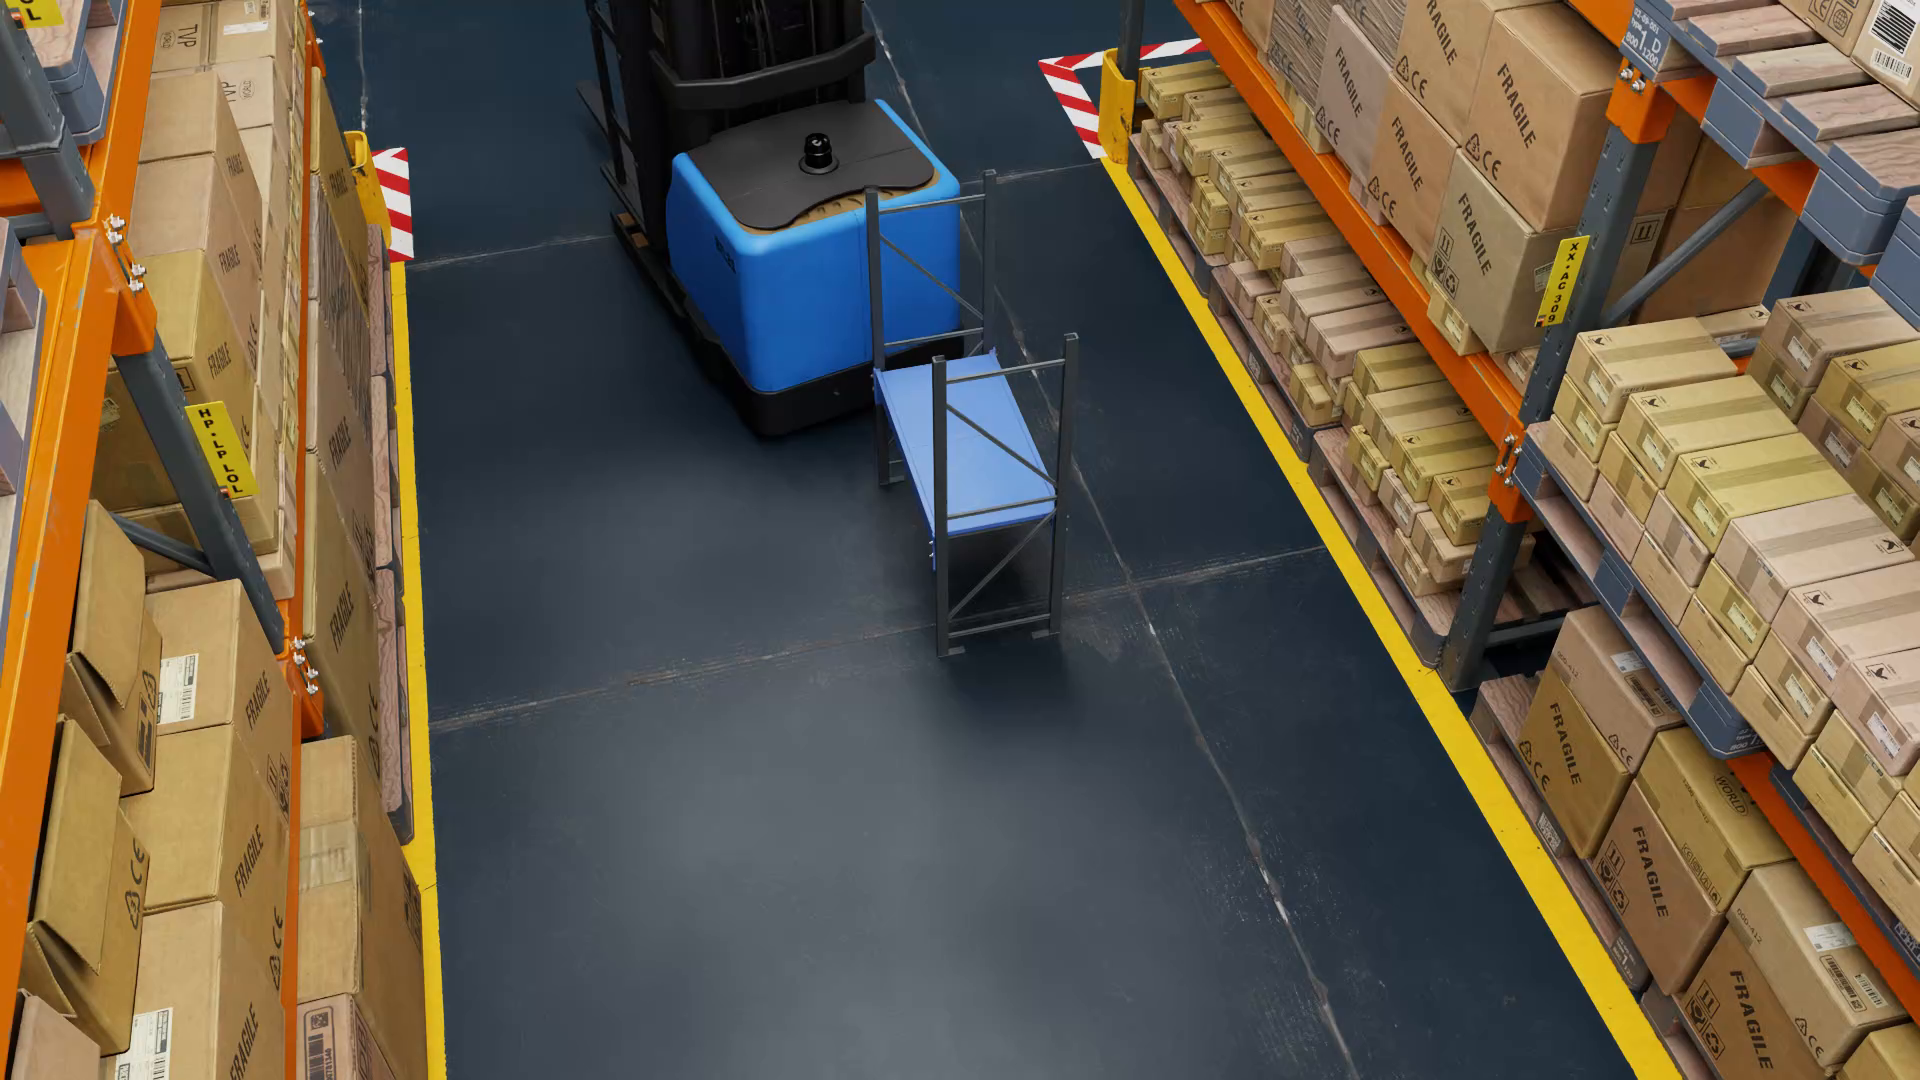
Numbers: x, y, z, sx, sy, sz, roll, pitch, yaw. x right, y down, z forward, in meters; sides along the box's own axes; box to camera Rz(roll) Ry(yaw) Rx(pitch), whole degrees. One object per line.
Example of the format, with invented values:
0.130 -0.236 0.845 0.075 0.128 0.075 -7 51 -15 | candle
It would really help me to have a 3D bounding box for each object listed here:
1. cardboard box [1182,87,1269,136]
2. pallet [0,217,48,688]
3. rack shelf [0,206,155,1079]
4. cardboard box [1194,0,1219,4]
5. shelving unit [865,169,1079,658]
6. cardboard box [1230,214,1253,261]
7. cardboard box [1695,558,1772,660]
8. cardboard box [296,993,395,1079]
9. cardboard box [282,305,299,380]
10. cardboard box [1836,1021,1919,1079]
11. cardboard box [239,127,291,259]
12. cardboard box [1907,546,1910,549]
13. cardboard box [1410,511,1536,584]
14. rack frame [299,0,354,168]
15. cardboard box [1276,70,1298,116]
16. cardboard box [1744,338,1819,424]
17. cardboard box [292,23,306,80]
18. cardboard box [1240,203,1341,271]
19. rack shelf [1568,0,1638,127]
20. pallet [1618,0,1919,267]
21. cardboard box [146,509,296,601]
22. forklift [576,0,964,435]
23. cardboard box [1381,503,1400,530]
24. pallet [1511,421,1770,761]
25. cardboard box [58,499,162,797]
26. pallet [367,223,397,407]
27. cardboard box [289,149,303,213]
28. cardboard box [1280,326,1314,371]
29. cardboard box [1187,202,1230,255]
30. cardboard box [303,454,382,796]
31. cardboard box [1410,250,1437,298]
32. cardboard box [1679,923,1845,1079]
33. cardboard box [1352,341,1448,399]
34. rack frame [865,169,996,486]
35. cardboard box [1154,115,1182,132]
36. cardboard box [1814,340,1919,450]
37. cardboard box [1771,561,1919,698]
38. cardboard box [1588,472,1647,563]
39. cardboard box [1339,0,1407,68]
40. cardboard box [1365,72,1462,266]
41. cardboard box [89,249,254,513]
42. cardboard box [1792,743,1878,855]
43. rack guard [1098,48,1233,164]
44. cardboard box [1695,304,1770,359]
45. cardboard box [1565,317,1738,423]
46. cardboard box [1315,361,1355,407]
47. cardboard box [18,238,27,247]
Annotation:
1.327 -2.113 8.257 0.380 0.149 0.250 -10 46 -10 | cardboard box
-2.180 -0.108 3.040 0.805 0.209 1.217 -12 47 -12 | pallet
-1.951 0.833 2.487 1.077 0.370 4.000 -11 47 -10 | rack shelf
1.222 -2.613 7.637 0.380 0.149 0.250 -12 47 -11 | cardboard box
0.022 -0.466 6.407 0.538 1.500 1.048 -11 47 -10 | shelving unit
1.504 -1.478 7.842 0.380 0.149 0.250 -13 47 -12 | cardboard box
2.216 0.143 4.434 0.380 0.149 0.250 -13 47 -12 | cardboard box
-2.050 1.902 4.230 1.225 0.875 0.875 -12 47 -12 | cardboard box
-2.487 -0.647 5.711 0.380 0.149 0.250 -11 47 -11 | cardboard box
2.699 1.516 4.346 0.500 0.250 0.500 -10 46 -9 | cardboard box
-2.709 -1.216 5.989 0.500 0.250 0.500 -11 47 -10 | cardboard box
2.844 0.117 4.667 0.380 0.149 0.250 -13 47 -12 | cardboard box
1.970 0.001 6.393 0.380 0.149 0.250 -10 46 -10 | cardboard box
-3.487 -2.511 7.361 1.000 3.000 0.127 -11 47 -10 | rack frame
1.549 -1.909 6.947 0.380 0.149 0.250 -9 46 -9 | cardboard box
2.651 -0.511 5.075 0.380 0.149 0.250 -9 46 -9 | cardboard box
-3.009 -2.058 7.093 0.380 0.149 0.250 -10 46 -10 | cardboard box
1.496 -1.377 7.535 0.380 0.149 0.250 -10 46 -10 | cardboard box
1.846 -2.765 6.014 1.077 0.370 4.000 -11 47 -10 | rack shelf
2.413 -1.125 4.034 1.213 0.211 1.003 -11 47 -10 | pallet
-2.217 0.074 5.004 0.380 0.149 0.250 -11 47 -10 | cardboard box
-1.113 -2.542 7.440 1.130 2.935 3.031 -21 49 -19 | forklift
1.943 -0.139 6.738 0.380 0.149 0.250 -10 46 -9 | cardboard box
2.413 0.035 5.001 1.003 0.211 1.213 -11 47 -10 | pallet
-2.291 0.304 3.830 0.797 0.503 0.637 -12 47 -11 | cardboard box
-3.206 -0.997 7.830 1.003 0.211 1.213 -11 47 -10 | pallet
-2.747 -1.354 6.403 0.380 0.149 0.250 -11 47 -10 | cardboard box
1.661 -0.851 7.437 0.380 0.149 0.250 -10 46 -10 | cardboard box
1.335 -1.544 8.116 0.380 0.149 0.250 -10 46 -10 | cardboard box
-2.554 0.377 5.725 0.875 0.875 0.875 -11 47 -10 | cardboard box
1.877 -1.006 6.063 0.380 0.149 0.250 -9 46 -9 | cardboard box
2.575 1.424 4.961 0.500 0.500 0.500 -10 46 -10 | cardboard box
1.850 -0.675 6.847 0.380 0.149 0.250 -9 46 -9 | cardboard box
-0.108 -0.817 6.751 0.500 1.500 0.032 -11 47 -10 | rack frame
1.220 -2.193 8.543 0.380 0.149 0.250 -9 46 -9 | cardboard box
2.719 -0.427 4.784 0.380 0.149 0.250 -12 47 -12 | cardboard box
2.282 0.221 4.150 0.380 0.149 0.250 -11 47 -11 | cardboard box
2.091 -0.099 4.879 0.380 0.149 0.250 -10 46 -10 | cardboard box
1.721 -2.062 5.943 0.500 0.500 0.500 -10 46 -9 | cardboard box
1.829 -1.367 5.961 0.500 0.500 0.500 -12 47 -11 | cardboard box
-2.338 -0.441 4.704 0.500 0.500 0.500 -11 47 -10 | cardboard box
2.354 0.611 4.183 0.380 0.149 0.250 -11 47 -11 | cardboard box
1.353 -2.421 9.023 1.175 0.500 0.348 -11 47 -10 | rack guard
2.602 -0.754 5.815 0.380 0.149 0.250 -9 46 -9 | cardboard box
2.014 -0.498 4.854 0.380 0.149 0.250 -9 46 -8 | cardboard box
1.750 -0.729 7.109 0.380 0.149 0.250 -10 46 -9 | cardboard box
-2.963 -0.679 4.937 0.500 0.500 0.500 -10 46 -10 | cardboard box
